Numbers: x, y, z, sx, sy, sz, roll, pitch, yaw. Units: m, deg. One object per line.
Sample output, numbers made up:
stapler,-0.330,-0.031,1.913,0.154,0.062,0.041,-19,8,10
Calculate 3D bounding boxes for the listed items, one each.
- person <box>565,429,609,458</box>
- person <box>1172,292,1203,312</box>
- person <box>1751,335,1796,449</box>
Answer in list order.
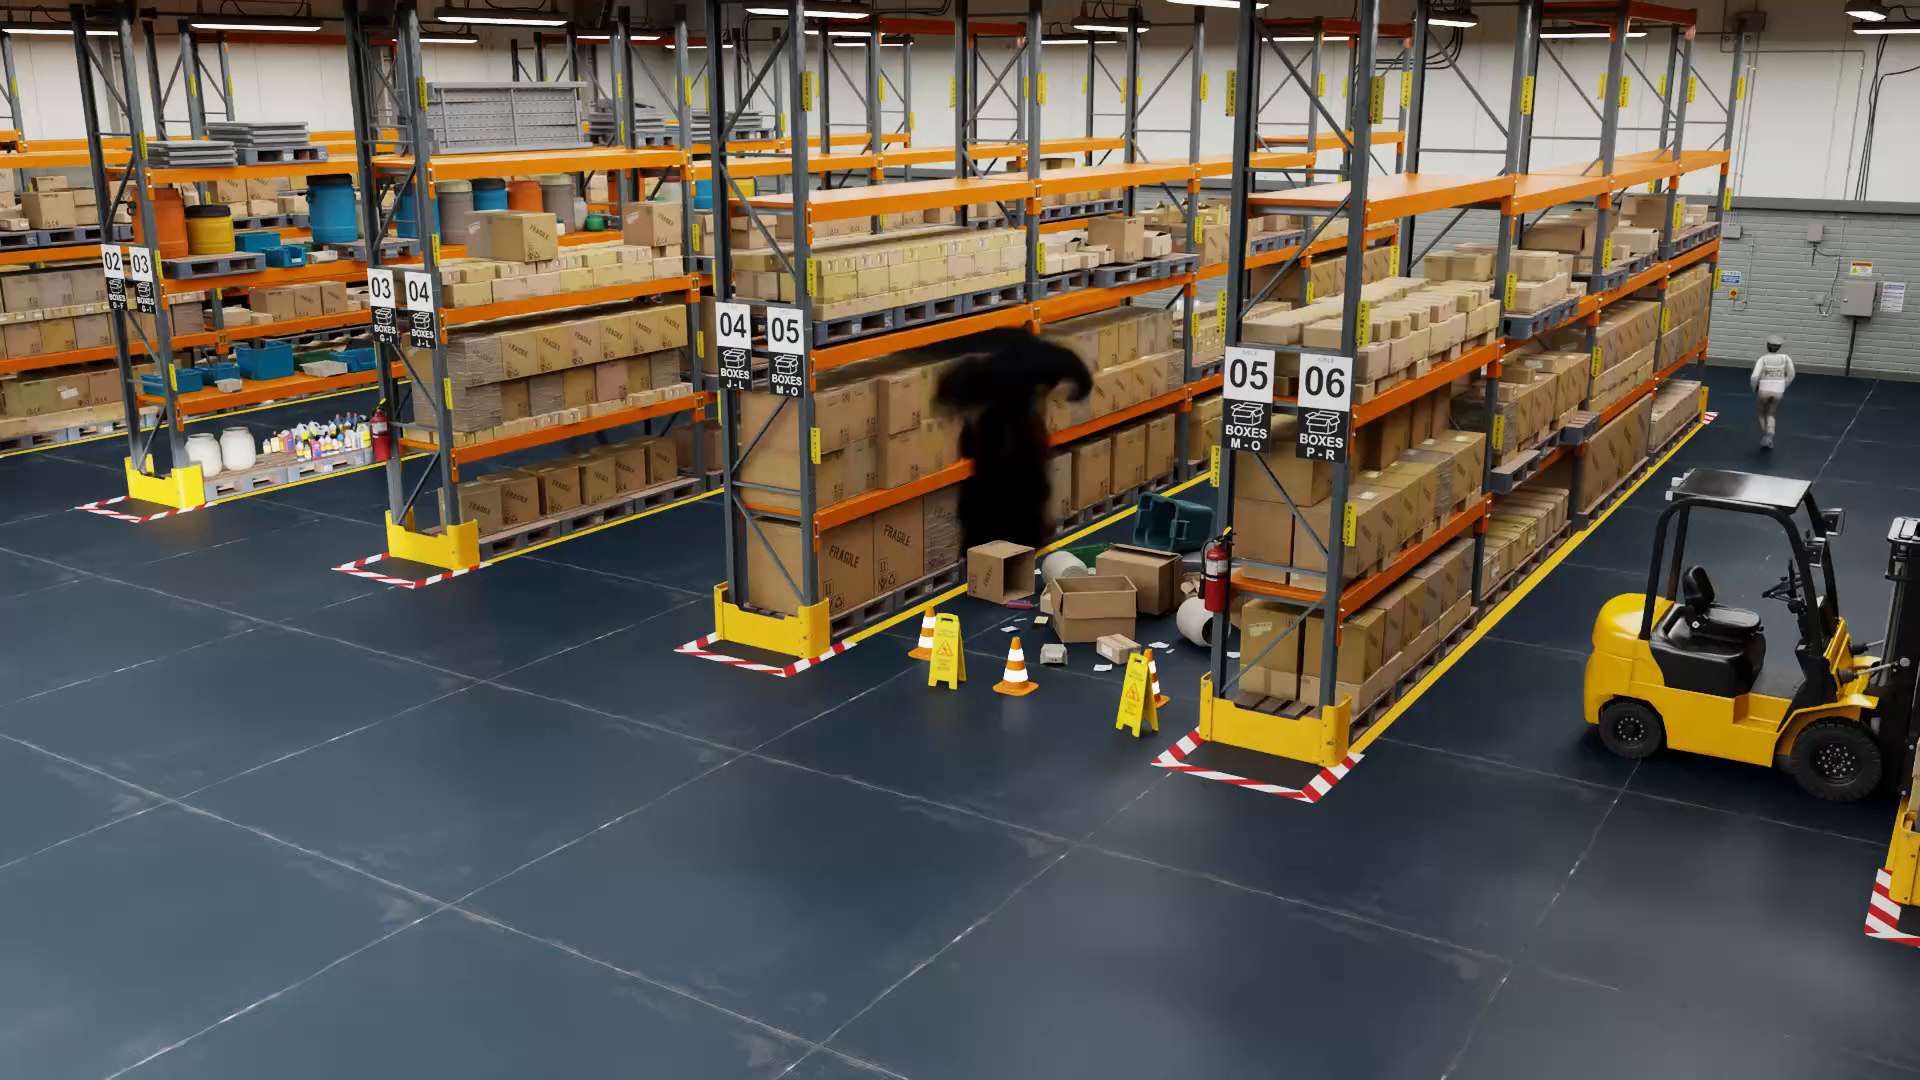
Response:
person,-5.186,-1.902,22.937,0.584,1.702,0.733,10,19,33
person,3.964,-3.562,28.841,0.687,1.731,0.776,6,17,21
person,11.557,-2.075,23.673,0.608,1.638,0.559,3,16,12
